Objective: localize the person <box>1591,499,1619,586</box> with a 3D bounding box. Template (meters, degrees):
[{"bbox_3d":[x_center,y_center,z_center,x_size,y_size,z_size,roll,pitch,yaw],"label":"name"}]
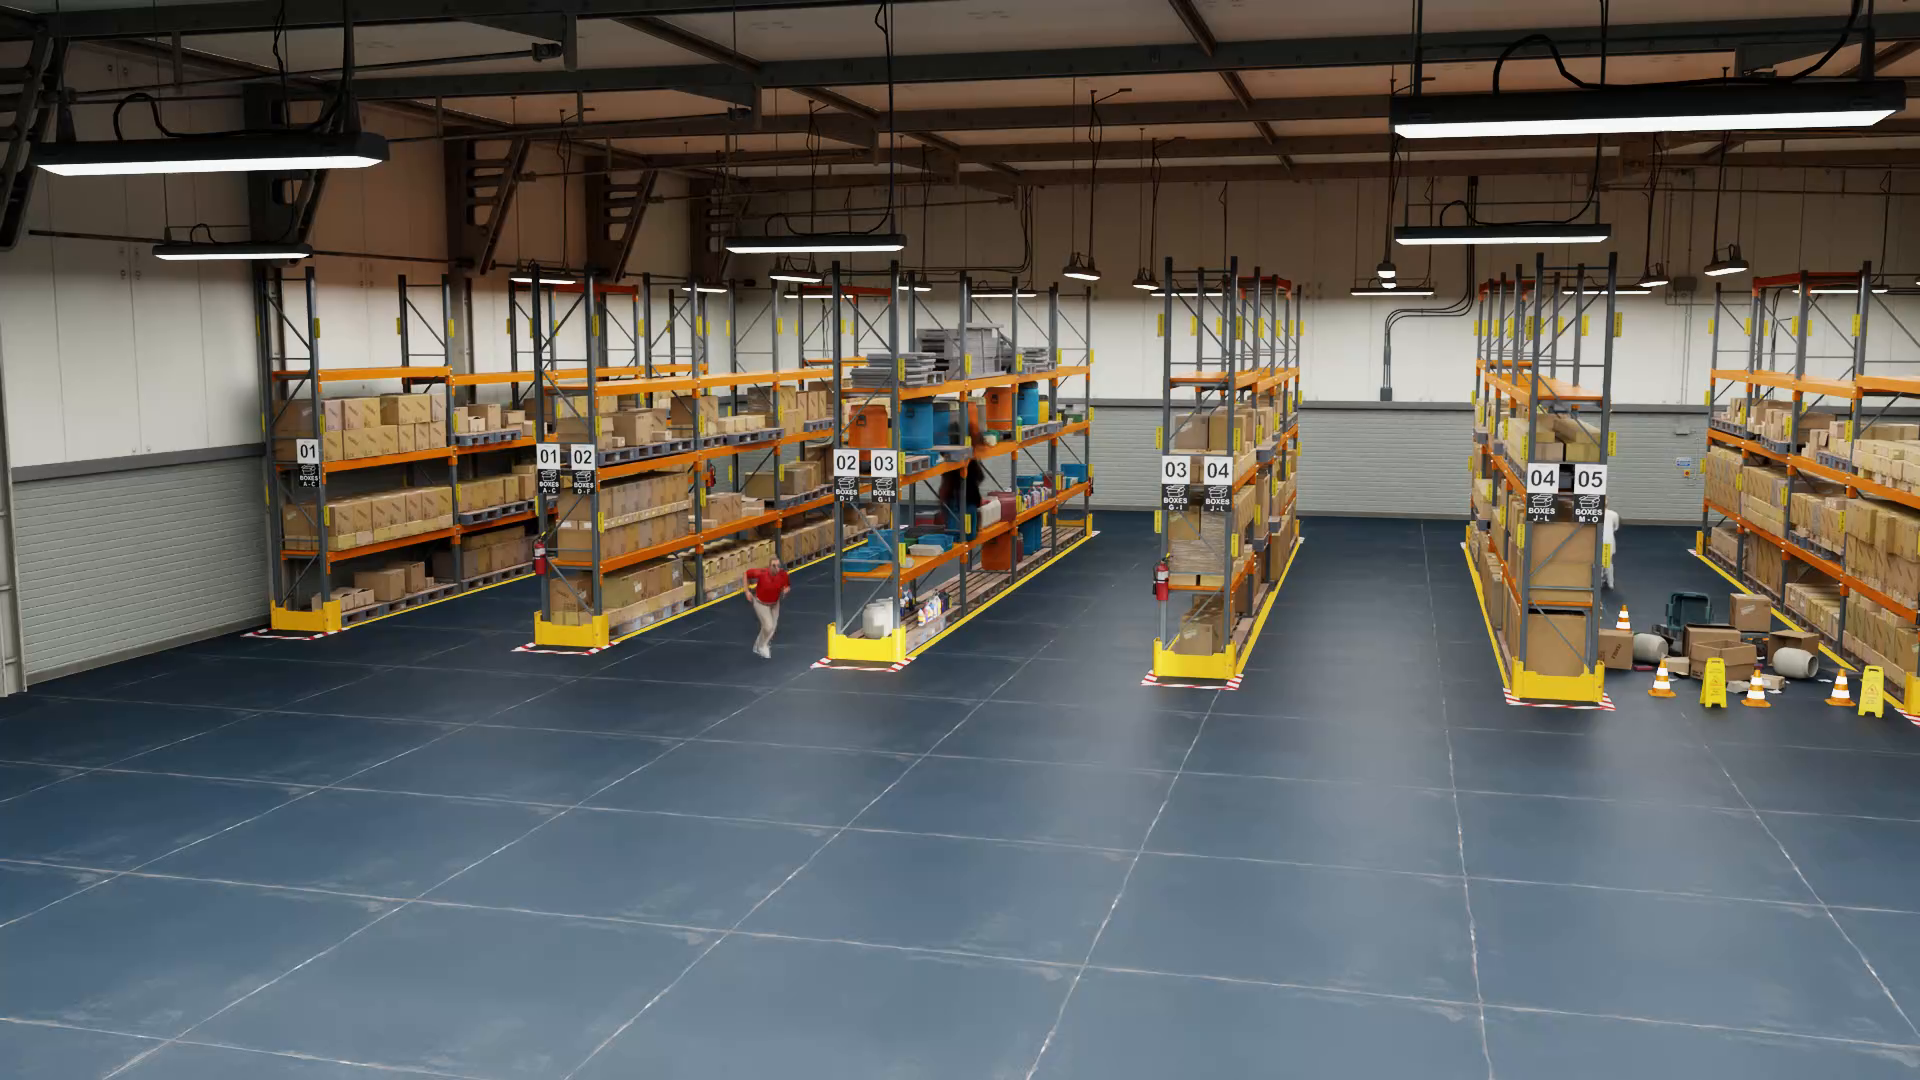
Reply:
[{"bbox_3d":[12.577,0.036,32.550,0.695,1.697,1.007,0,7,3],"label":"person"}]

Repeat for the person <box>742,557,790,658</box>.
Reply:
[{"bbox_3d":[-2.921,1.017,25.109,0.679,1.588,0.928,-5,9,-32],"label":"person"}]
